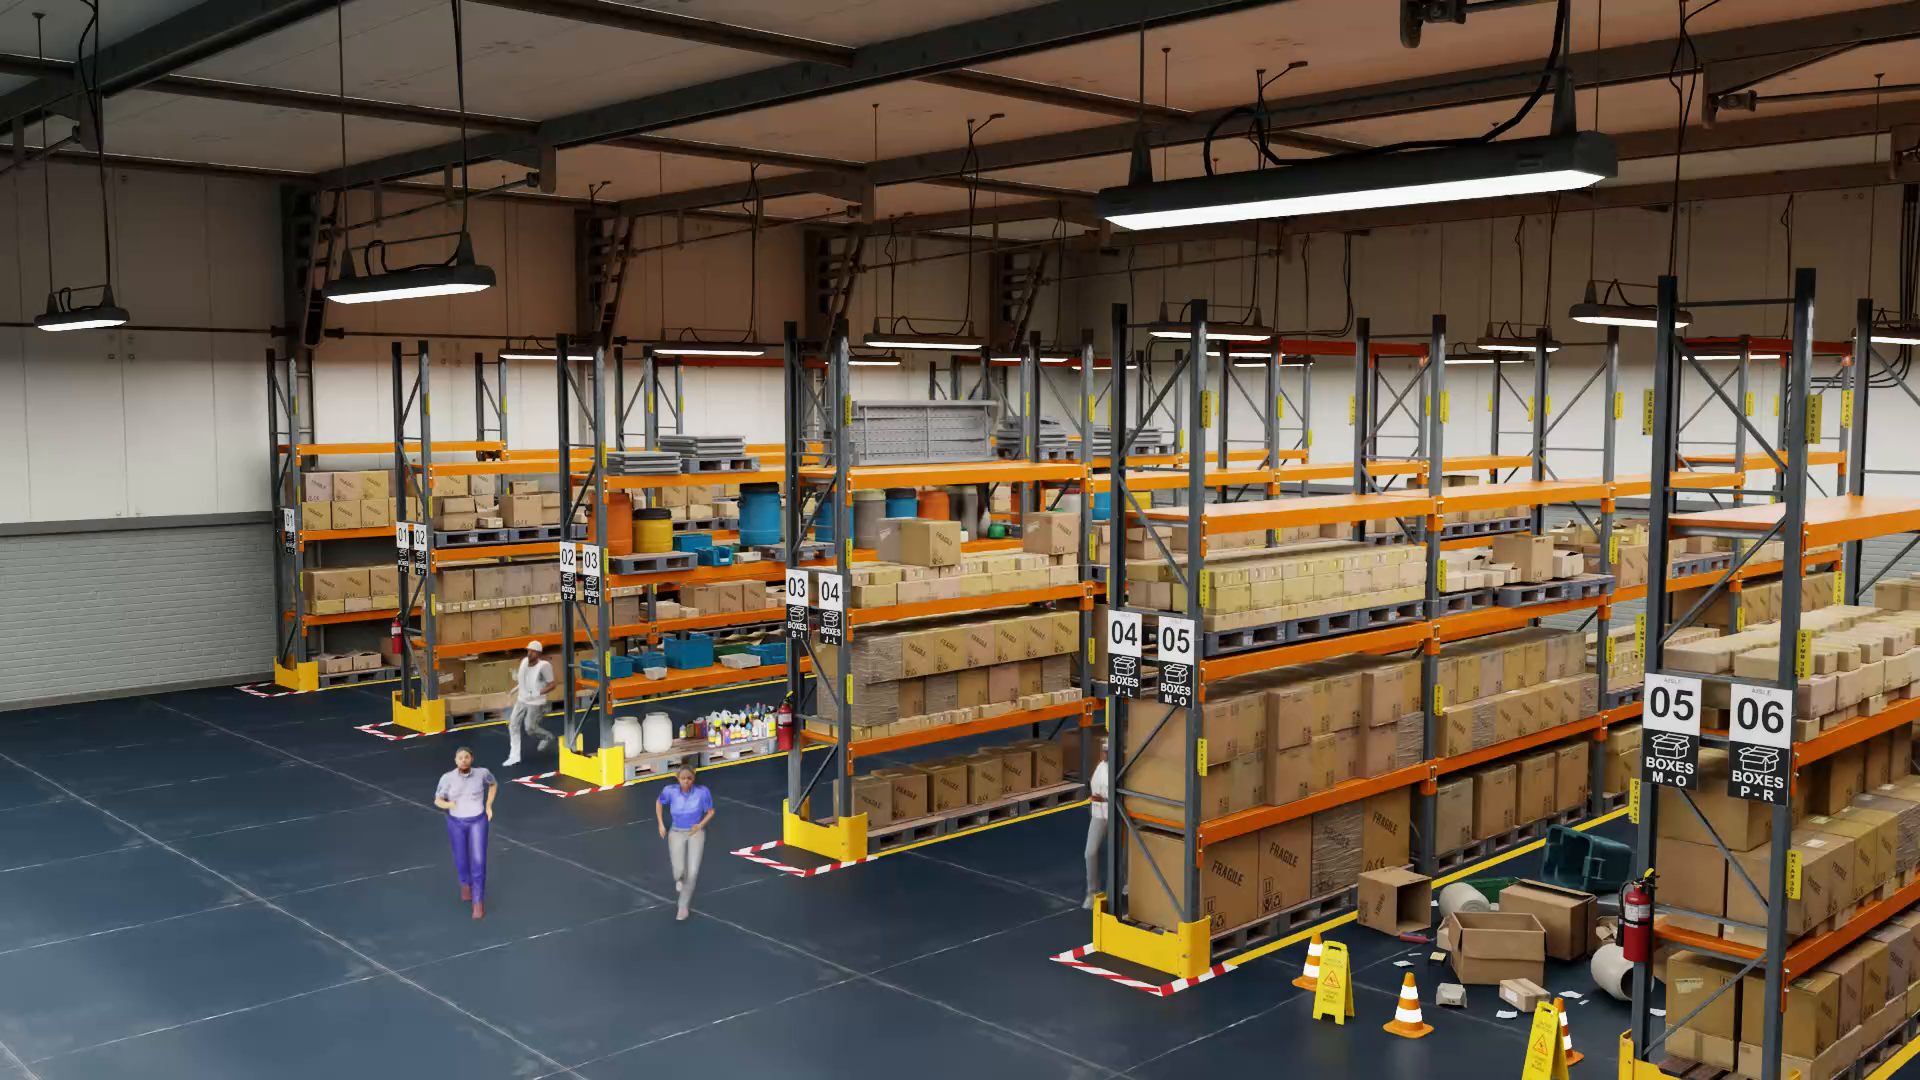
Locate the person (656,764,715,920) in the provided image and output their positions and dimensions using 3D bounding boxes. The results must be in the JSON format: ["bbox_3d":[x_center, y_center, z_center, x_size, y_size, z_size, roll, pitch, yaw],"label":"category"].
[{"bbox_3d":[-2.720,2.971,16.487,0.564,1.587,0.694,-1,5,-13],"label":"person"}]

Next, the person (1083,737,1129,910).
[{"bbox_3d":[1.530,2.862,16.901,0.548,1.753,0.746,4,6,38],"label":"person"}]

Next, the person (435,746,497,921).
[{"bbox_3d":[-4.957,2.904,16.712,0.593,1.704,0.816,-1,5,-12],"label":"person"}]

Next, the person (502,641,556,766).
[{"bbox_3d":[-6.000,2.280,23.430,0.723,1.752,0.848,3,6,28],"label":"person"}]
